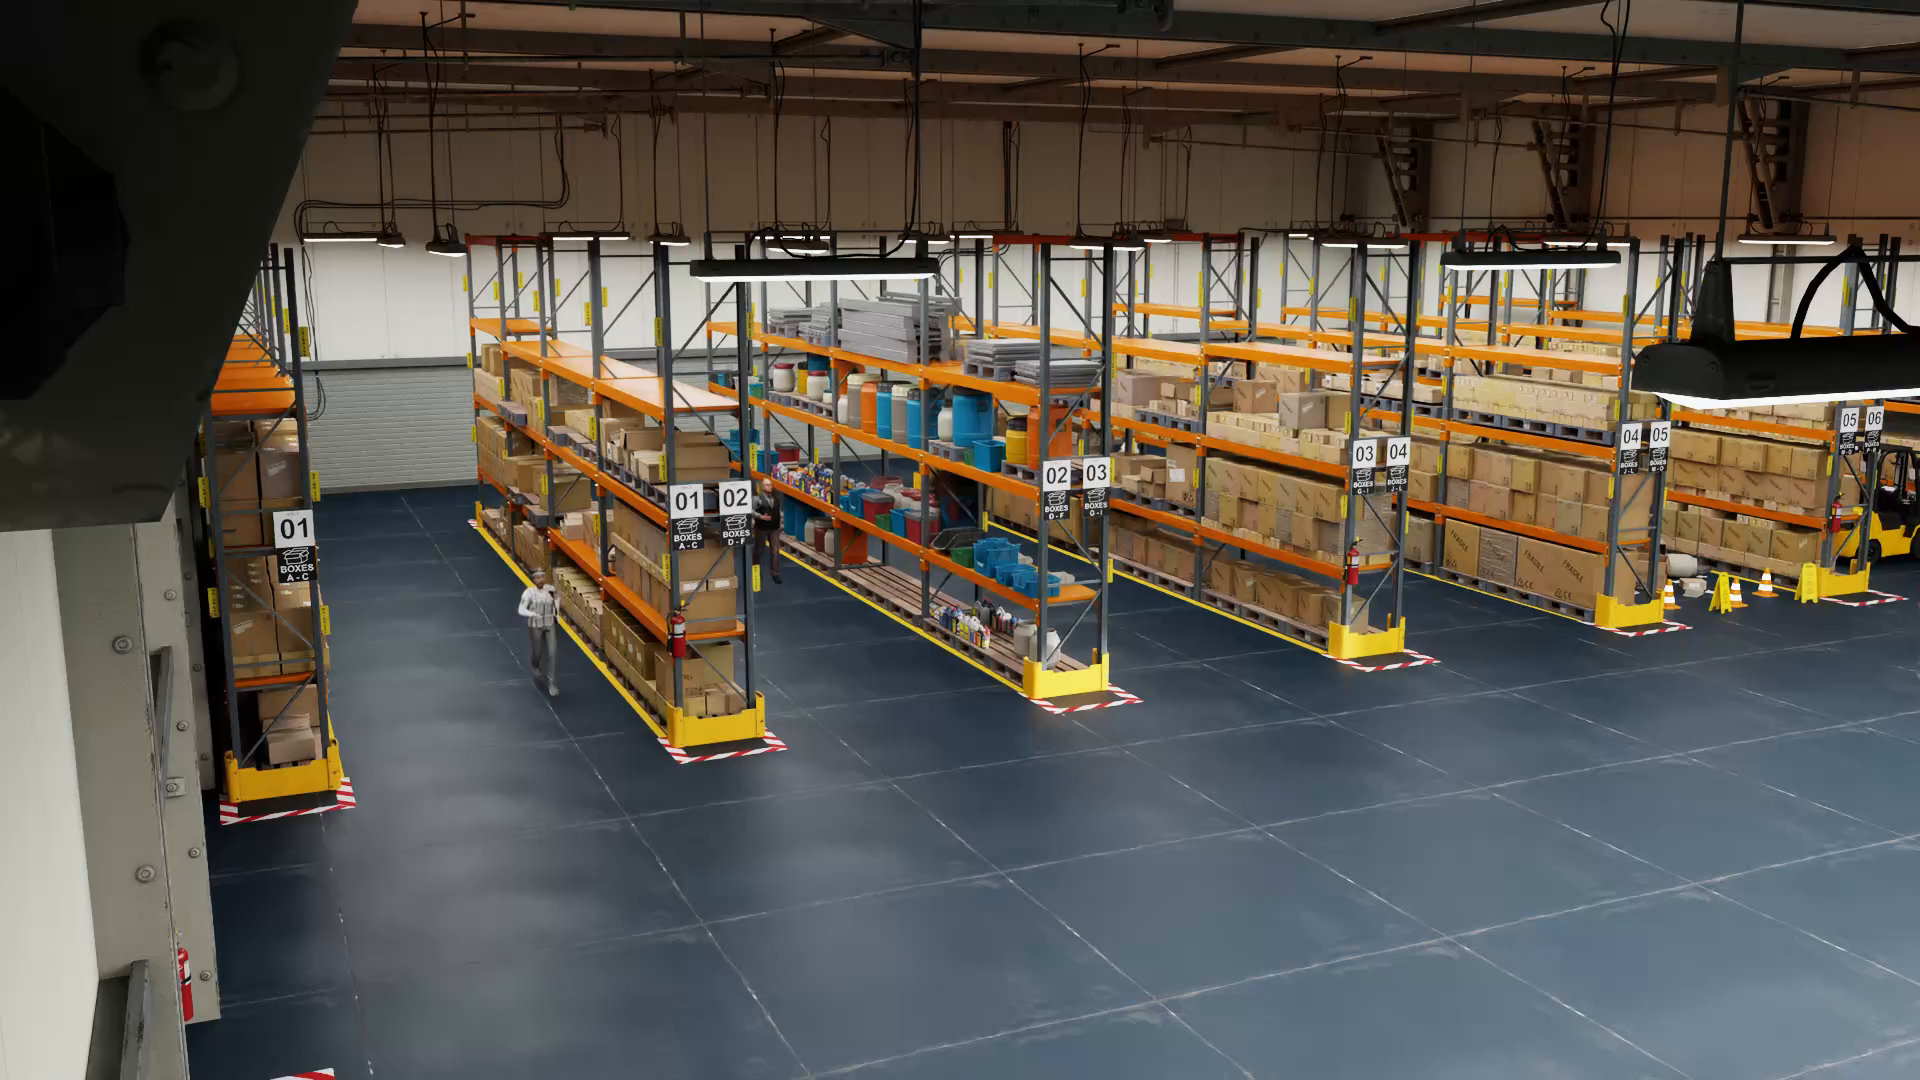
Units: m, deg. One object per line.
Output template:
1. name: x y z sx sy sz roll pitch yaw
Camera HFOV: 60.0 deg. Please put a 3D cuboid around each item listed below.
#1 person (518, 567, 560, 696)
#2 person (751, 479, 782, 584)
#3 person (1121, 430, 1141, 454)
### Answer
1. person: -5.667 1.184 22.540 0.613 1.712 0.923 -5 12 -26
2. person: -3.210 -0.146 27.805 0.666 1.758 0.843 -6 13 -30
3. person: 3.792 -1.578 36.875 0.581 1.741 0.841 -4 12 -18
